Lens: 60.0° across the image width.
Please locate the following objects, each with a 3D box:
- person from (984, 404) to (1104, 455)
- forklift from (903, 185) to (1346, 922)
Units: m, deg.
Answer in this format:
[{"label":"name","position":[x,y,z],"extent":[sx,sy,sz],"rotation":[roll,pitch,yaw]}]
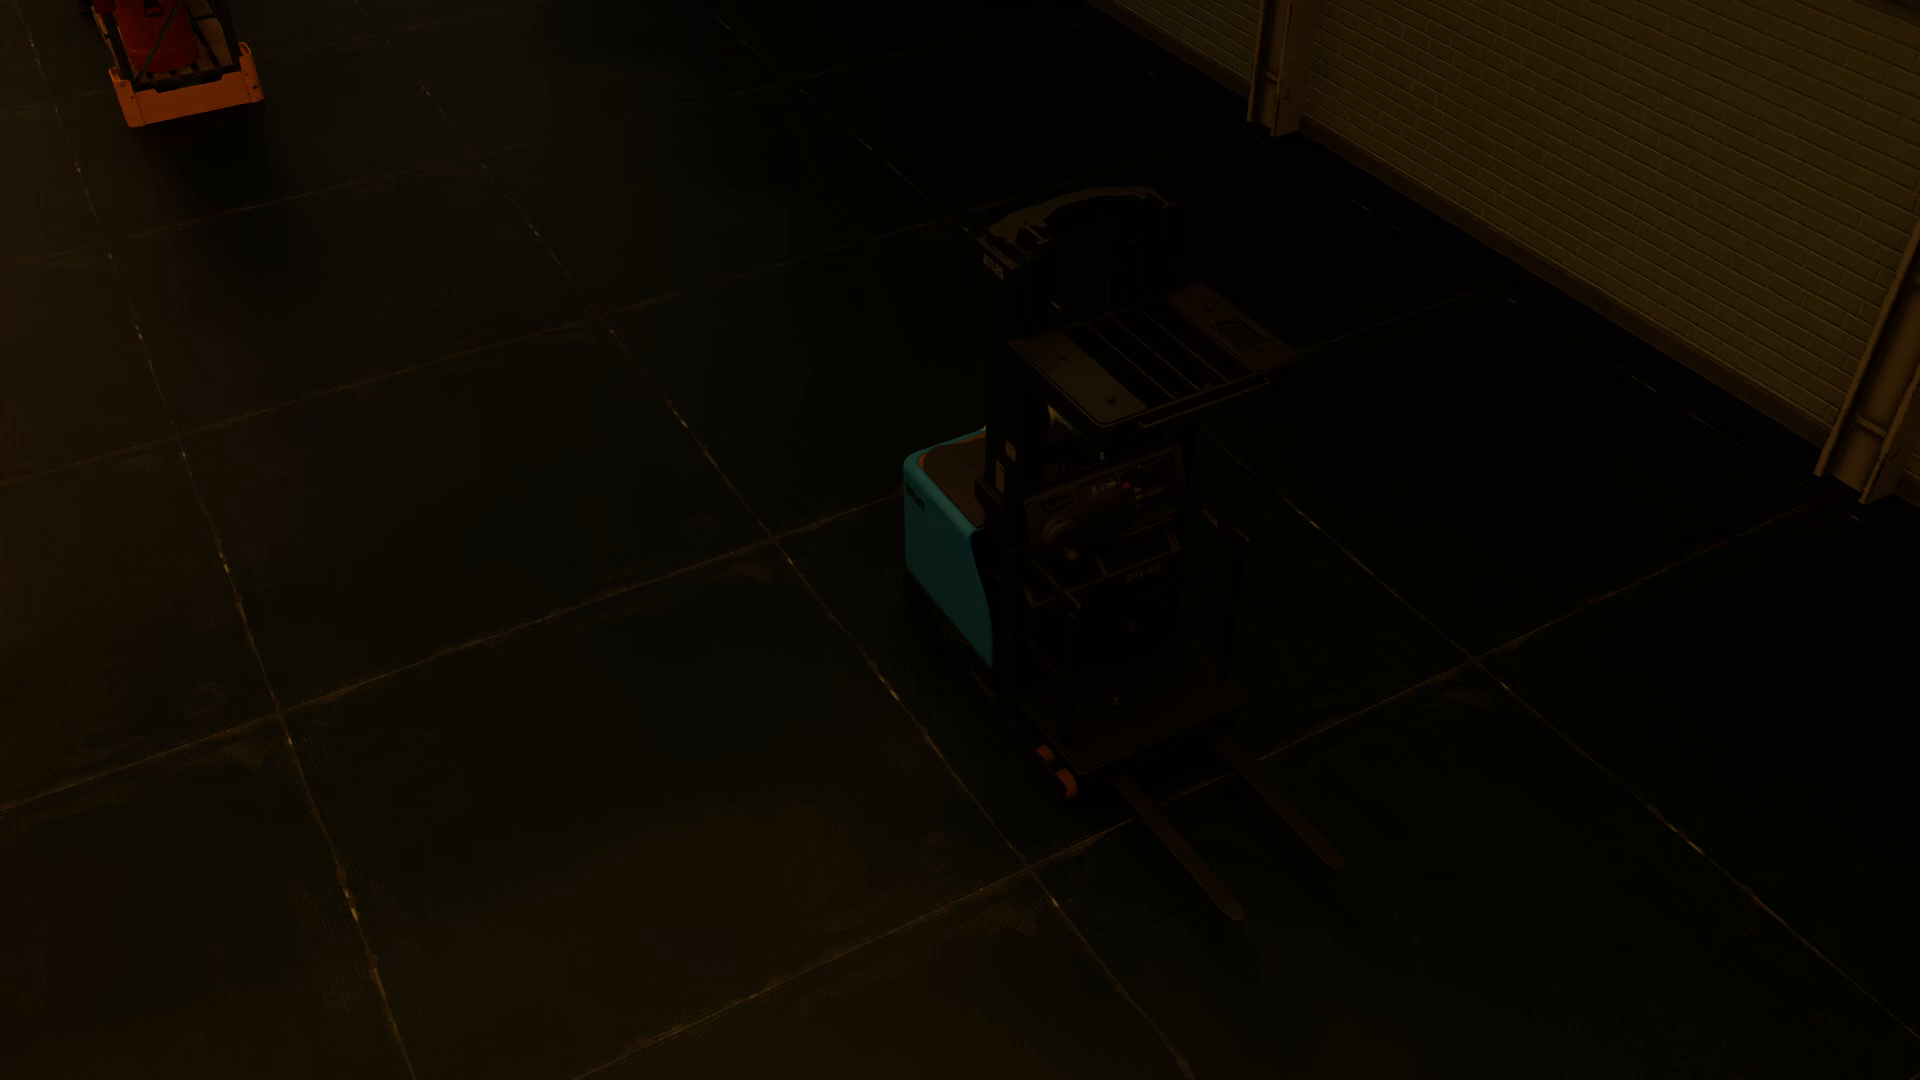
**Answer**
[{"label":"person","position":[0.415,-0.290,9.528],"extent":[0.857,1.463,0.711],"rotation":[-7,40,-8]},{"label":"forklift","position":[0.836,-0.106,8.165],"extent":[1.130,2.935,3.031],"rotation":[-20,44,-23]}]
